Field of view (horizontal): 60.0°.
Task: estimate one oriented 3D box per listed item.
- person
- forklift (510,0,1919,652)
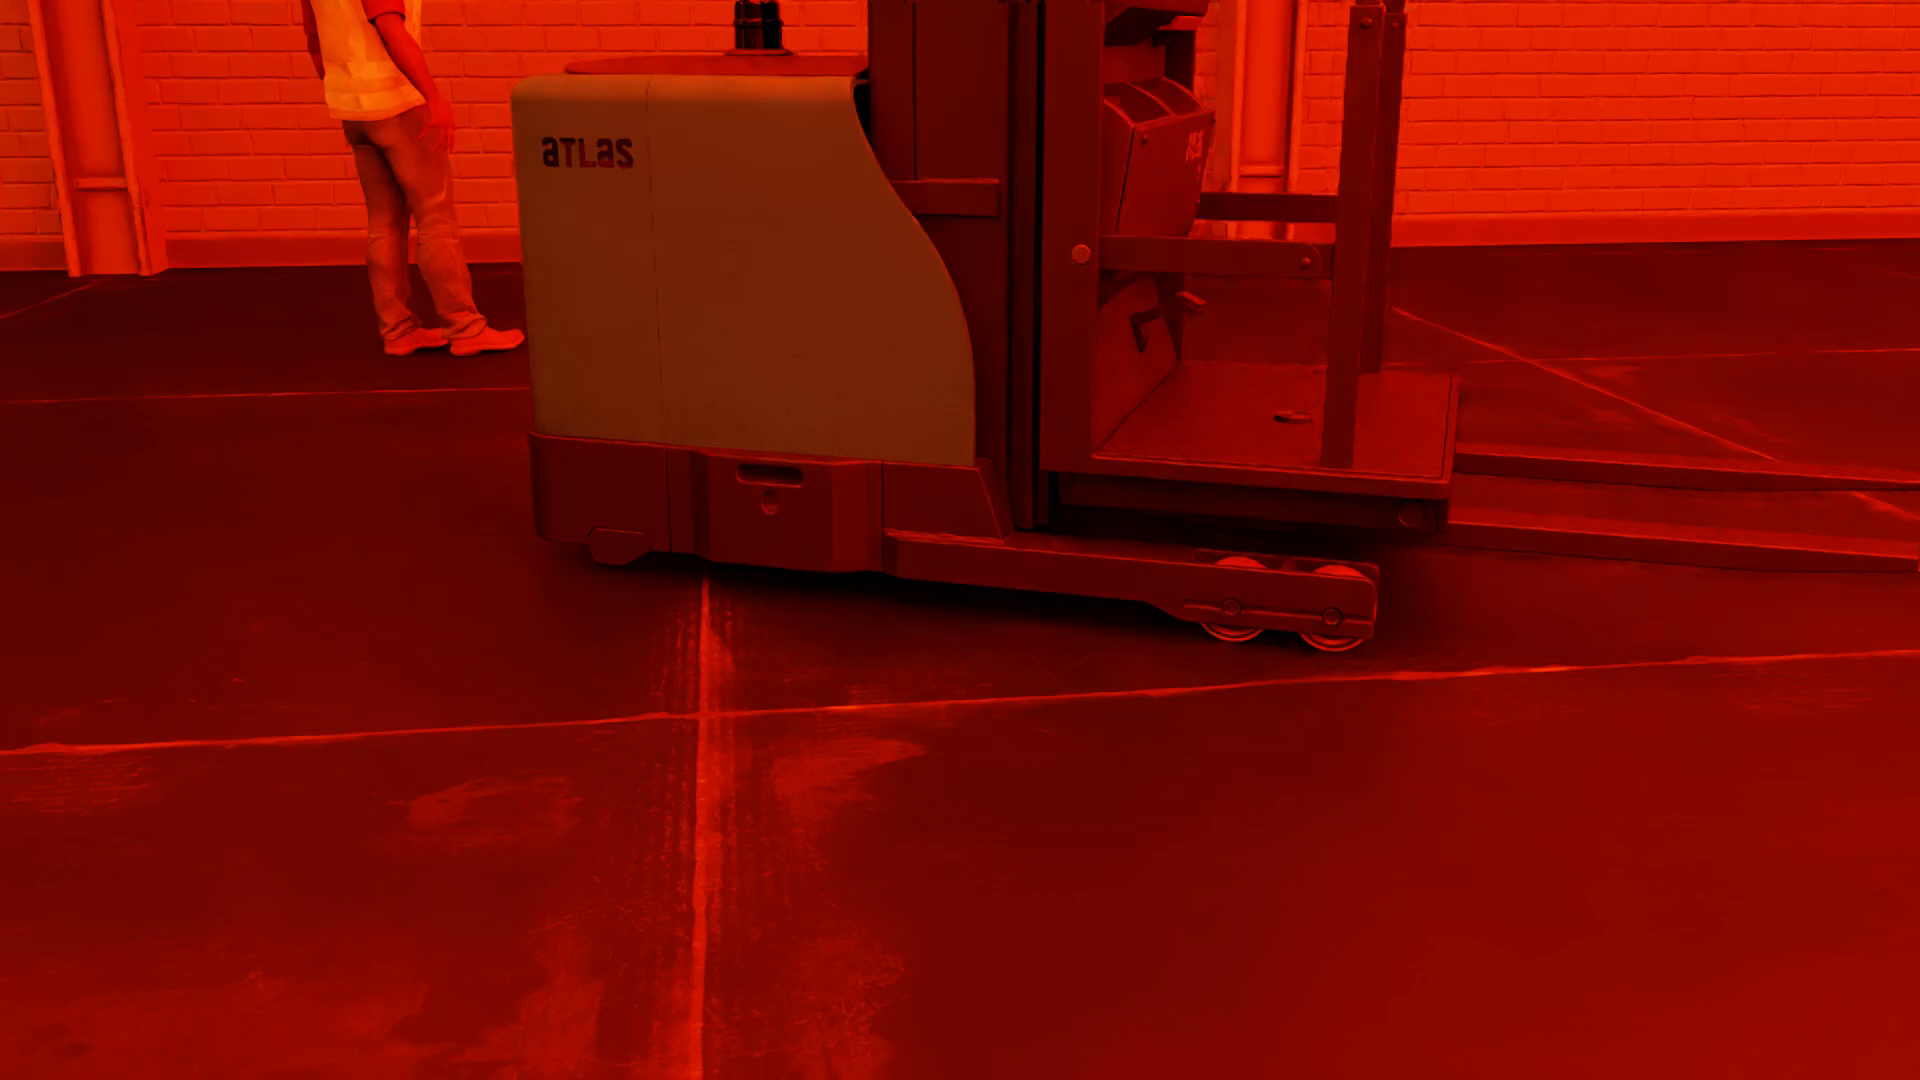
[{"bbox_3d":[-2.040,-1.575,6.128,0.708,1.771,0.568,14,22,38],"label":"person"},{"bbox_3d":[0.609,-1.357,3.388,3.031,2.935,1.130,5,17,16],"label":"forklift"}]
